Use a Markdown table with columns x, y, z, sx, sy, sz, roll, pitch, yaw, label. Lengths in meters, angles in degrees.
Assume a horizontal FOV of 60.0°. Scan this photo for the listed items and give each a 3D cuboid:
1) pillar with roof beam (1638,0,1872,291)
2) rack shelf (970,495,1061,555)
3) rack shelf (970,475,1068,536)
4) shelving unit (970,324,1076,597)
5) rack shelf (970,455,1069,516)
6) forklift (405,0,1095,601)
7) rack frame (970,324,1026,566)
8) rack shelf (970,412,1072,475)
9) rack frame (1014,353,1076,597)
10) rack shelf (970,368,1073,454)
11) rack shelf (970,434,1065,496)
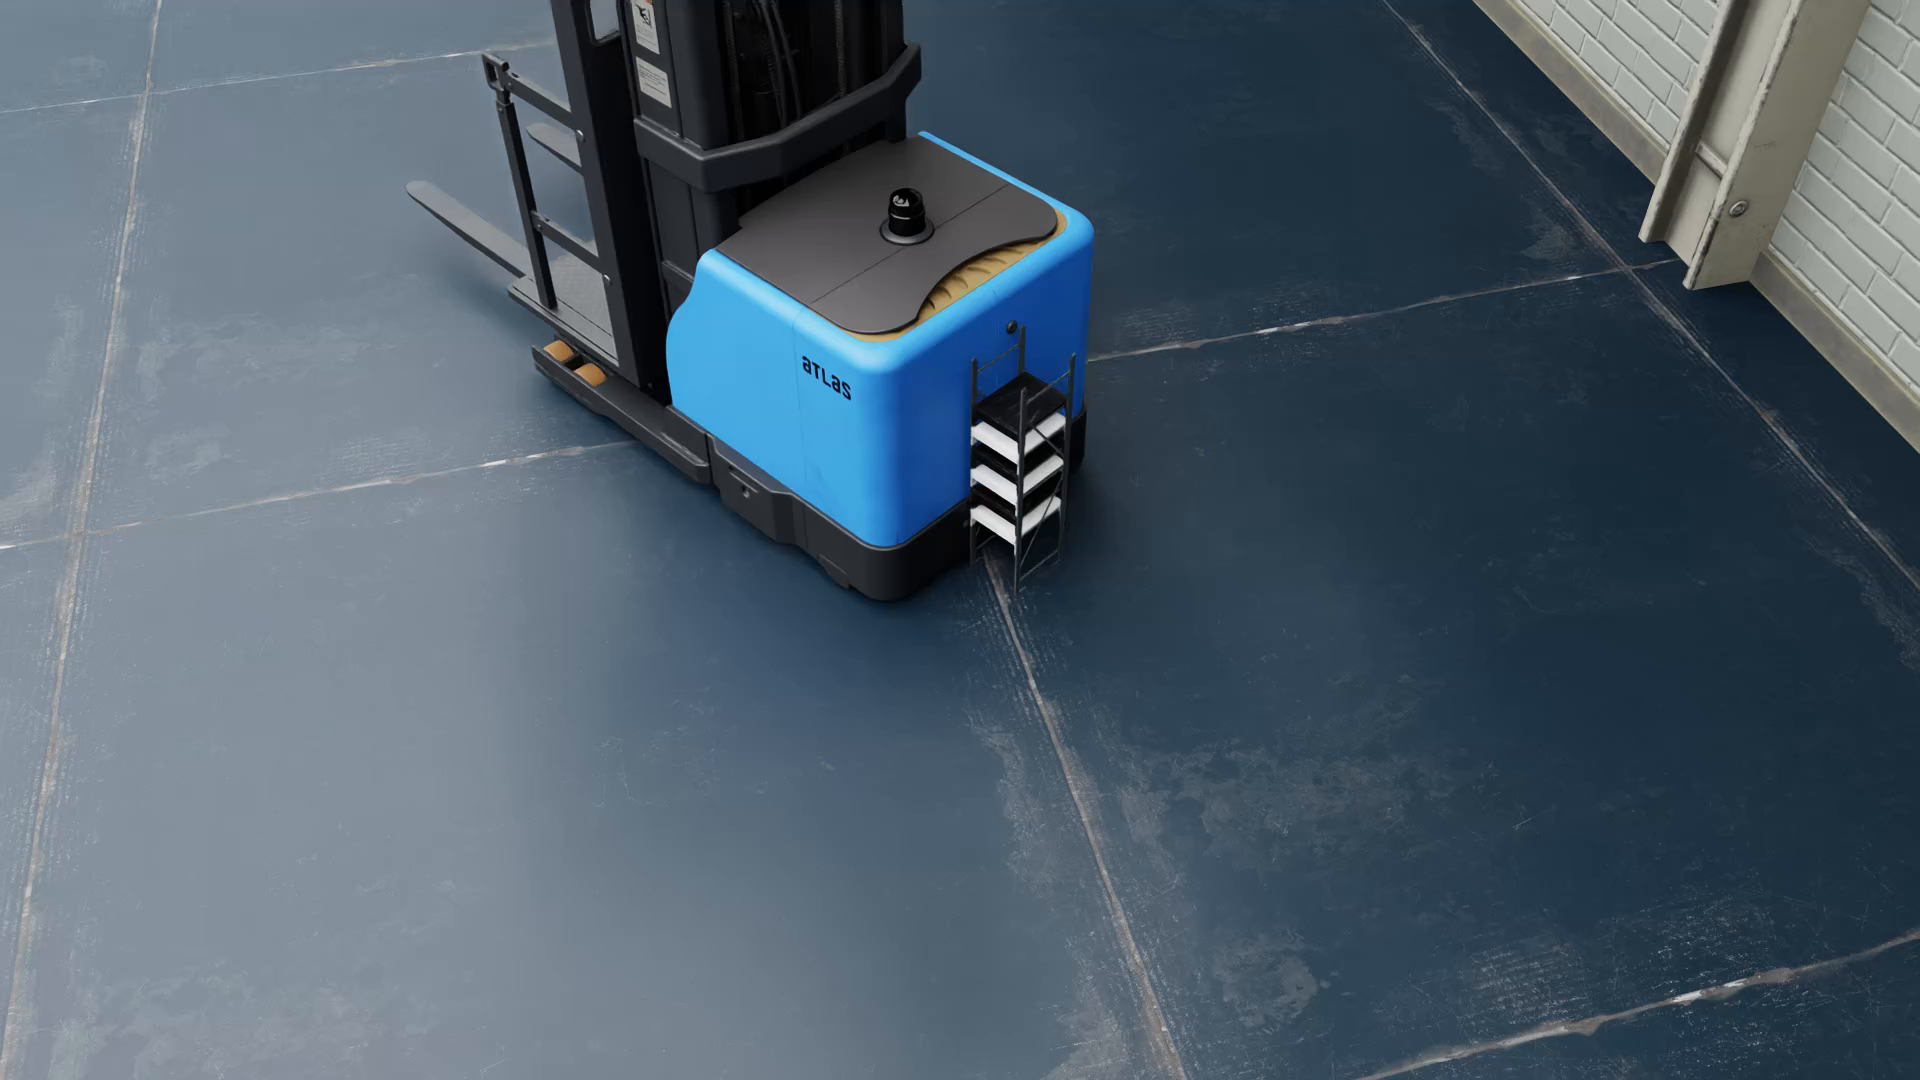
| x | y | z | sx | sy | sz | roll | pitch | yaw | label |
| --- | --- | --- | --- | --- | --- | --- | --- | --- | --- |
| -1.107 | -3.539 | 2.917 | 9.100 | 9.000 | 0.400 | -11 | 47 | -10 | pillar with roof beam |
| 0.192 | -0.089 | 5.506 | 0.200 | 0.077 | 0.258 | 34 | 55 | 29 | rack shelf |
| 0.192 | -0.152 | 5.442 | 0.200 | 0.077 | 0.258 | 34 | 55 | 29 | rack shelf |
| 0.192 | -0.239 | 5.354 | 0.210 | 0.900 | 0.258 | 34 | 55 | 29 | shelving unit |
| 0.192 | -0.215 | 5.377 | 0.200 | 0.077 | 0.258 | 34 | 55 | 29 | rack shelf |
| -0.971 | -1.761 | 5.423 | 3.031 | 2.935 | 1.130 | 34 | 55 | 29 | forklift |
| 0.119 | -0.289 | 5.403 | 0.006 | 0.900 | 0.240 | 34 | 55 | 29 | rack frame |
| 0.192 | -0.341 | 5.249 | 0.200 | 0.077 | 0.258 | 34 | 55 | 29 | rack shelf |
| 0.266 | -0.188 | 5.305 | 0.006 | 0.900 | 0.240 | 34 | 55 | 29 | rack frame |
| 0.192 | -0.404 | 5.185 | 0.200 | 0.077 | 0.258 | 34 | 55 | 29 | rack shelf |
| 0.192 | -0.278 | 5.313 | 0.200 | 0.077 | 0.258 | 34 | 55 | 29 | rack shelf |
